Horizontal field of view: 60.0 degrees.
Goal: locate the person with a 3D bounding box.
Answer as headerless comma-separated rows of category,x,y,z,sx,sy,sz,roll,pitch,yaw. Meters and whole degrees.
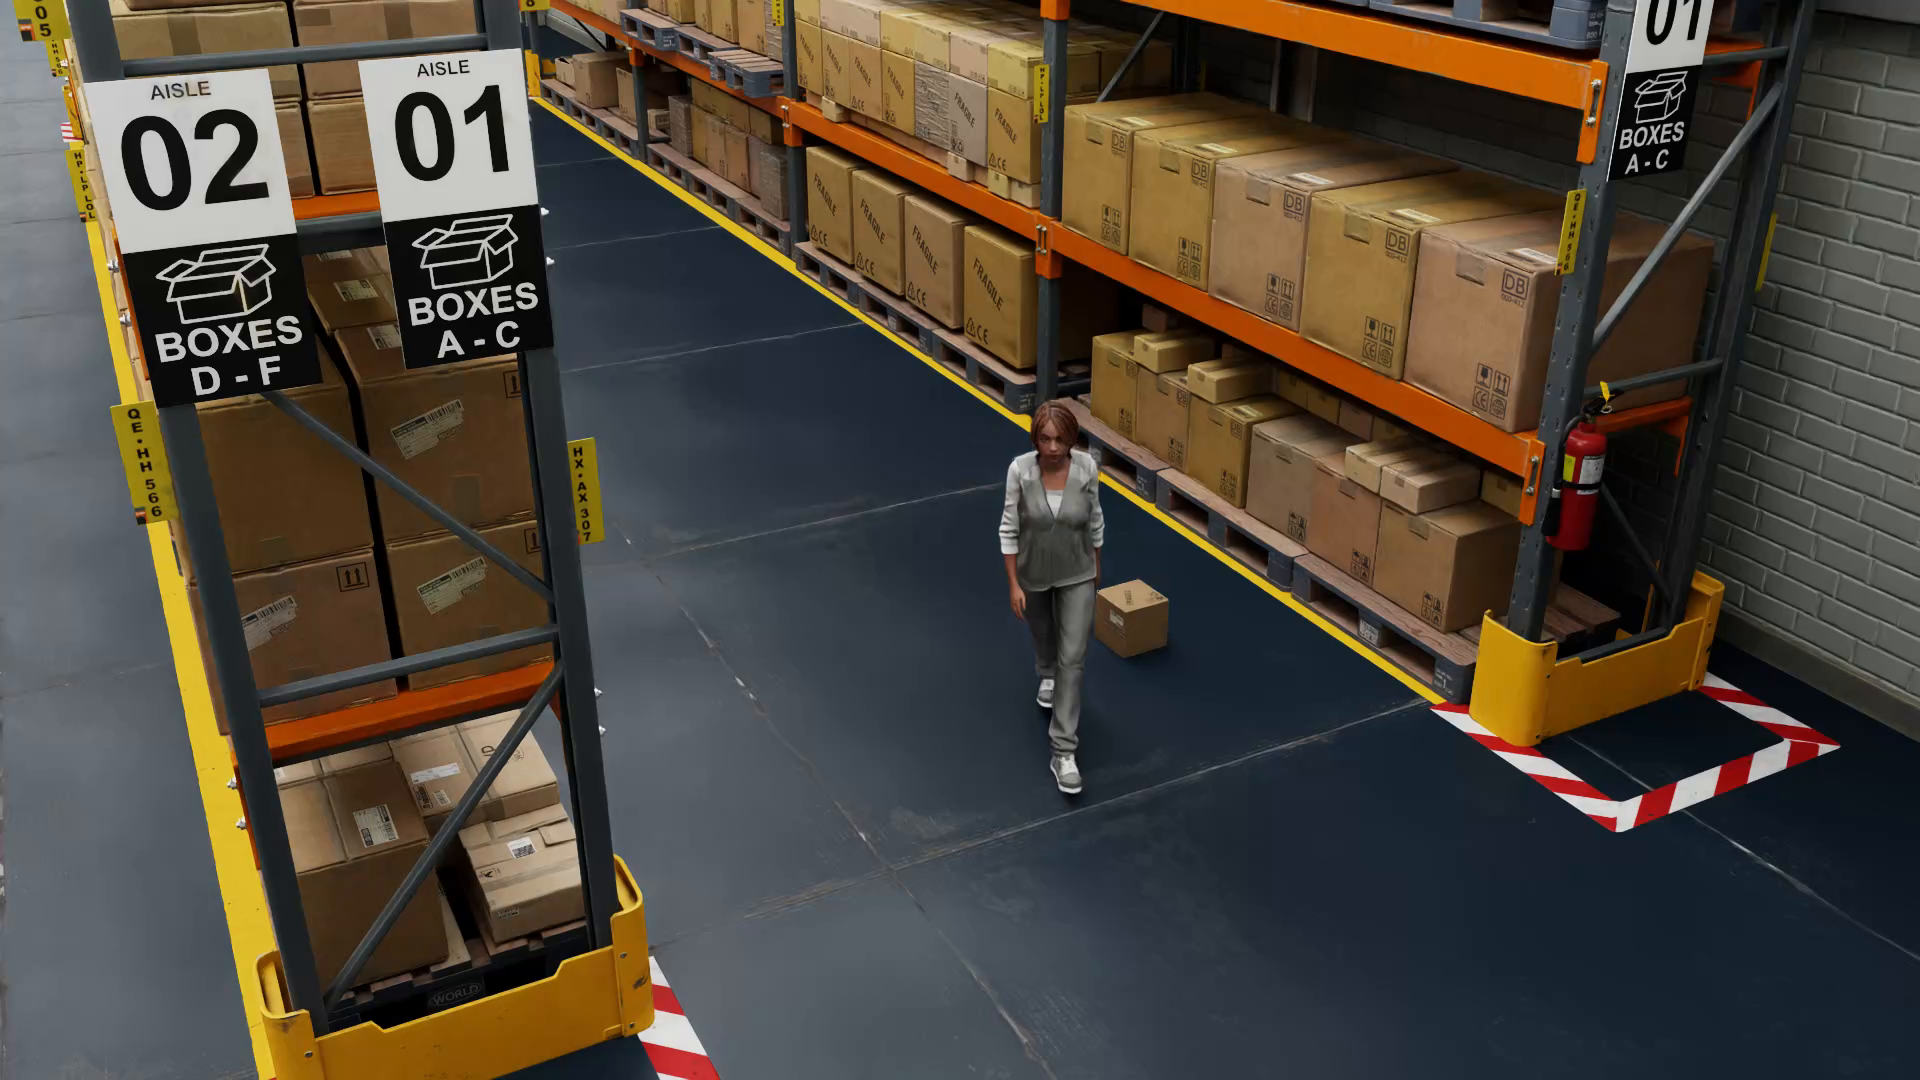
person,0.368,0.154,6.790,0.421,1.533,0.952,3,26,6
